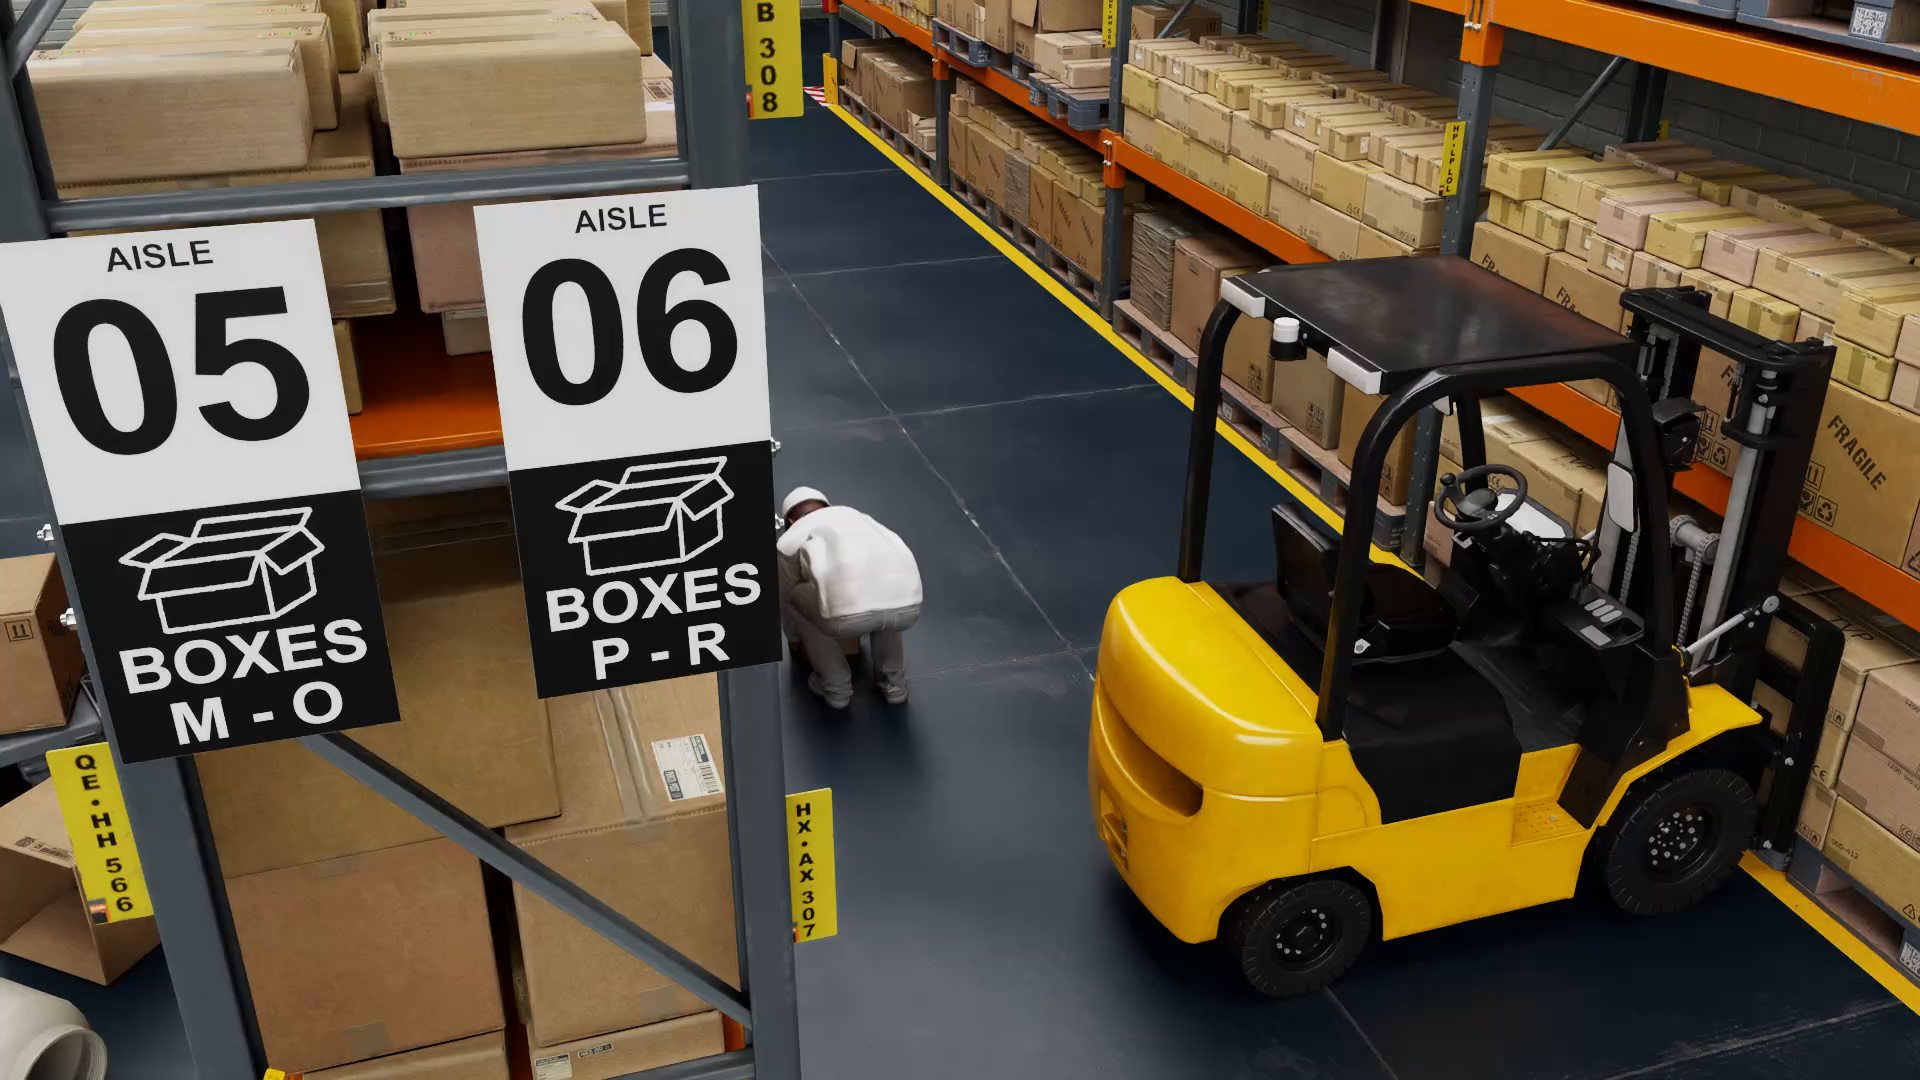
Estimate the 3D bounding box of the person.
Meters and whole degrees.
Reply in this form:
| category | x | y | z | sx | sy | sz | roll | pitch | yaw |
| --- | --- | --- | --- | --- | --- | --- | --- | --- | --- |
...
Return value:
| category | x | y | z | sx | sy | sz | roll | pitch | yaw |
| --- | --- | --- | --- | --- | --- | --- | --- | --- | --- |
| person | -0.510 | 0.247 | 7.207 | 0.502 | 0.815 | 0.999 | -11 | 28 | -20 |
